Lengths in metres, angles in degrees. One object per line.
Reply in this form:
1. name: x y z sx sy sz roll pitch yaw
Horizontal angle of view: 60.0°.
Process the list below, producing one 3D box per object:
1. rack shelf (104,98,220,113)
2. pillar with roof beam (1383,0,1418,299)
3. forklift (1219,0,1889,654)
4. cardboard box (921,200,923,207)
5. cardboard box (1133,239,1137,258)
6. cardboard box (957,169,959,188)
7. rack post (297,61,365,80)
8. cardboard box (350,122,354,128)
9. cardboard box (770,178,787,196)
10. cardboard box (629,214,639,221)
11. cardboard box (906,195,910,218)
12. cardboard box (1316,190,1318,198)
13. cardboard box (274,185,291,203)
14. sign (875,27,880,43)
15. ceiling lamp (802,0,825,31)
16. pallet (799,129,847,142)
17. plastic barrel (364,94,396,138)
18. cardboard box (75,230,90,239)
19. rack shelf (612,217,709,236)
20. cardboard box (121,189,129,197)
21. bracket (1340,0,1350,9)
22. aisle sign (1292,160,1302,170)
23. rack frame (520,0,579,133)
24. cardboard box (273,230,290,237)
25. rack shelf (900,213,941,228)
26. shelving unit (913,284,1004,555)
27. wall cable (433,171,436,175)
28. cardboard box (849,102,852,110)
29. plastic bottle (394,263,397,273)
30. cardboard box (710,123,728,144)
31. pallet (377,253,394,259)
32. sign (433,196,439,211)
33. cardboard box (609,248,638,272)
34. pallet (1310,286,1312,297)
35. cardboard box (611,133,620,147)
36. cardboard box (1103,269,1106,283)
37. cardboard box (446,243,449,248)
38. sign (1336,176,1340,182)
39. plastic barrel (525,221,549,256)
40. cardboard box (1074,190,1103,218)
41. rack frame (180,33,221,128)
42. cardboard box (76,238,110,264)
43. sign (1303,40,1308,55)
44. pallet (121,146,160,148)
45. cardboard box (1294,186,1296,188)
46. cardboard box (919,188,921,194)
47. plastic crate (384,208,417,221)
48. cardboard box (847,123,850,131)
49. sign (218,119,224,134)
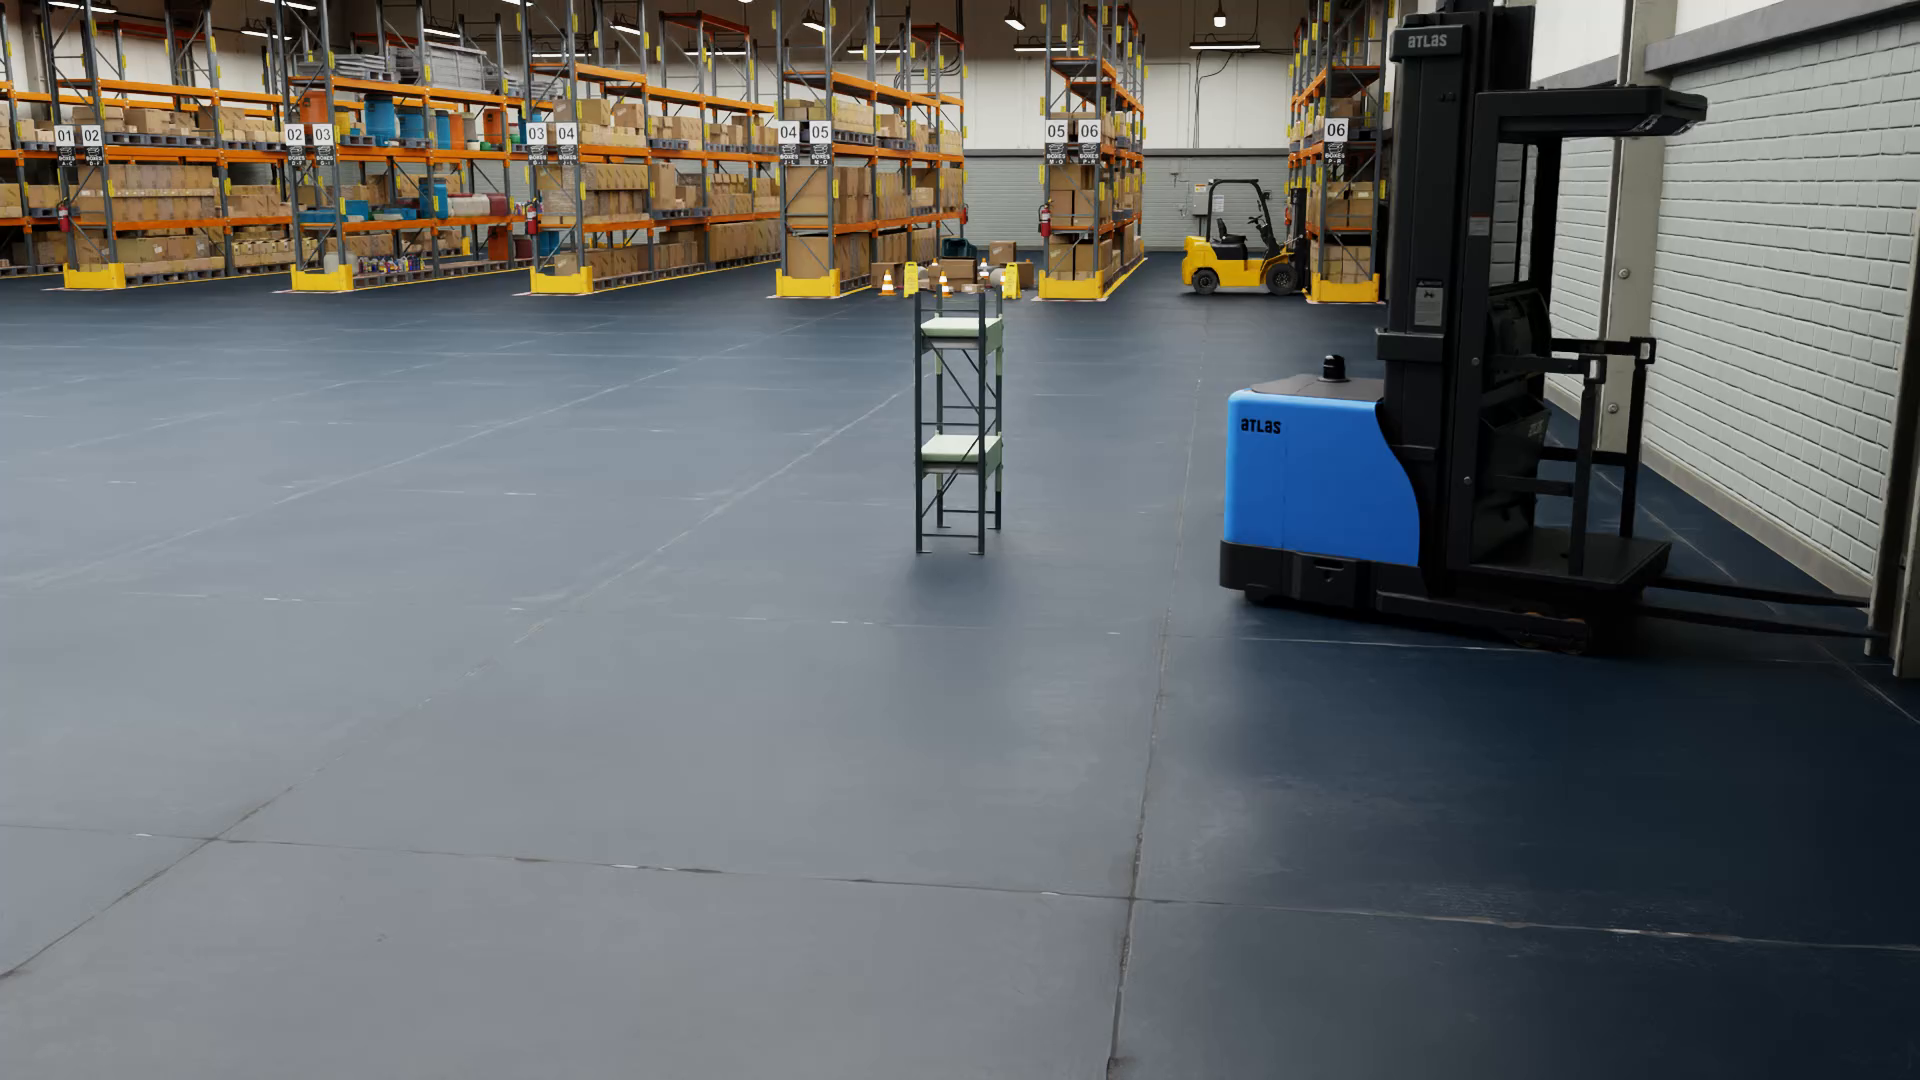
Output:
1. rack shelf: -20.893 -11.216 43.335 1.077 0.370 4.000 2 12 9
2. pillar with roof beam: 3.693 -8.974 30.275 9.100 9.000 0.400 2 12 9
3. forklift: 2.846 -1.039 7.856 3.031 2.935 1.130 8 15 33
4. cardboard box: -1.120 -8.250 40.756 0.380 0.149 0.250 1 12 7
5. cardboard box: 4.092 -7.524 42.873 0.875 0.438 0.875 2 12 8
6. cardboard box: -0.304 -9.891 45.451 0.500 0.500 0.500 1 12 7
7. rack post: -12.400 -9.269 32.832 0.937 0.300 0.954 3 13 15
8. cardboard box: -16.043 -10.476 42.894 0.600 0.600 0.600 1 12 6
9. cardboard box: -5.102 -9.927 46.806 0.500 0.500 0.500 2 12 9
10. cardboard box: -6.949 -6.766 34.863 0.380 0.149 0.250 2 12 9
11. cardboard box: -1.436 -7.697 38.354 0.500 0.500 0.500 2 12 9
12. cardboard box: 6.899 -6.501 31.264 0.380 0.149 0.250 2 12 9
13. cardboard box: -20.140 -9.968 48.414 0.980 0.700 0.700 2 12 8
14. sign: -1.703 -10.362 34.122 0.100 0.325 0.005 2 12 9
15. ceiling lamp: -3.307 -14.289 41.079 0.800 3.185 2.000 2 12 9
16. pallet: -2.759 -7.664 31.524 1.003 0.211 1.213 2 12 9
17. plastic barrel: -12.286 -8.974 35.206 0.600 0.901 0.708 2 12 9
18. cardboard box: -21.484 -7.399 40.313 0.500 0.250 0.500 2 12 8
19. rack shelf: -6.825 -7.165 37.827 1.077 0.370 4.000 2 12 9
20. cardboard box: -17.225 -7.085 33.972 0.380 0.149 0.250 2 12 7
21. bracket: 9.378 -13.017 40.492 0.235 0.232 0.430 2 12 9
22. aisle sign: 9.131 -10.412 45.014 0.394 0.787 0.004 2 12 9
23. rack frame: -7.748 -9.200 31.323 1.000 3.000 0.127 2 12 9
24. cardboard box: -20.056 -8.810 48.689 0.700 0.500 0.500 2 12 8
25. rack shelf: -1.324 -7.816 40.847 1.077 0.370 4.000 2 12 9
26. shelving unit: -0.001 -0.732 9.829 0.431 1.500 0.755 2 12 9
27. wall cable: -18.747 -12.660 54.749 3.097 2.526 0.112 2 12 9
28. cardboard box: -2.300 -8.397 32.186 0.380 0.149 0.250 2 12 8
29. plastic bottle: -11.972 -5.755 35.176 0.097 0.201 0.097 0 12 0
30. cardboard box: -6.224 -10.081 41.288 0.797 0.503 0.637 2 12 8
31. pallet: -15.778 -7.553 44.542 1.003 0.211 1.213 2 12 9
32. sign: -11.485 -7.376 36.441 0.100 0.325 0.005 2 12 9
33. cardboard box: -7.234 -6.002 35.658 0.500 0.500 0.500 1 12 7
34. pallet: 7.026 -4.584 30.762 1.003 0.211 1.213 2 12 9
35. cardboard box: -7.190 -8.071 33.562 0.500 0.250 0.500 2 12 10
36. cardboard box: 2.528 -5.073 31.941 0.500 0.250 0.500 2 12 11
37. cardboard box: -15.066 -8.547 48.216 0.380 0.166 0.250 2 12 9
38. sign: 9.344 -8.833 41.112 0.100 0.325 0.005 2 12 9
39. plastic barrel: -11.006 -7.845 43.261 0.600 0.901 0.708 2 12 9
40. cardboard box: 2.391 -6.230 30.840 0.500 0.500 0.500 2 12 8
41. rack frame: -20.585 -12.180 45.149 1.000 3.000 0.127 2 12 9
42. cardboard box: -17.747 -5.938 34.178 0.500 0.500 0.500 2 12 9
43. sign: 7.642 -10.895 36.784 0.100 0.325 0.005 2 12 9
44. pallet: -21.154 -9.924 42.251 1.213 0.211 1.003 2 12 11
45. cardboard box: 8.299 -8.174 39.567 0.700 0.500 0.500 2 12 8
46. cardboard box: -1.169 -8.488 40.446 0.380 0.149 0.250 2 12 10
47. plastic crate: -11.929 -6.949 35.470 0.499 0.251 0.616 2 12 9
48. cardboard box: -2.338 -7.955 32.026 0.380 0.149 0.250 2 12 9
49. sign: -16.372 -9.162 36.851 0.100 0.325 0.005 2 12 9
